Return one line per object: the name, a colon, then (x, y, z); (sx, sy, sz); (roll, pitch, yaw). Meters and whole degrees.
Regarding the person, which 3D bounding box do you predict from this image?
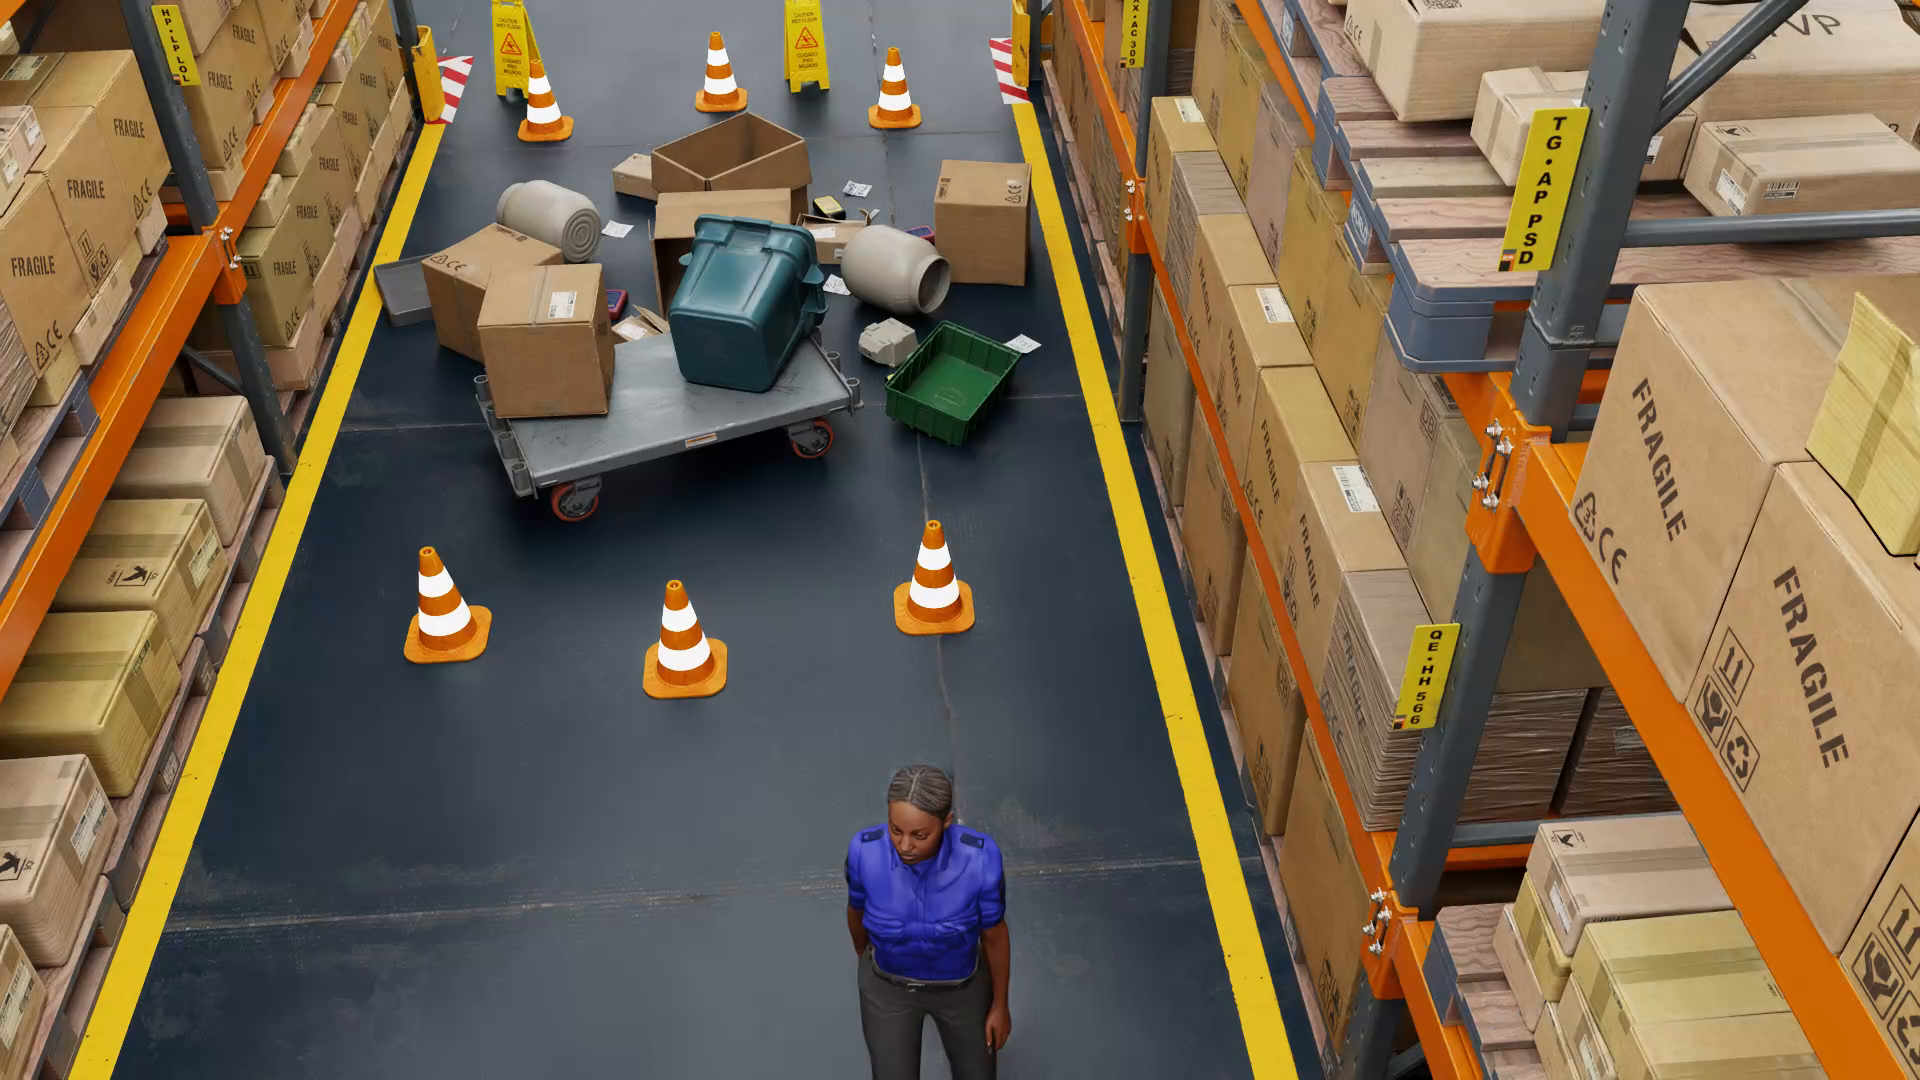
person: (-0.080, 1.191, 4.674); (0.464, 1.635, 0.704); (2, 39, 2)
